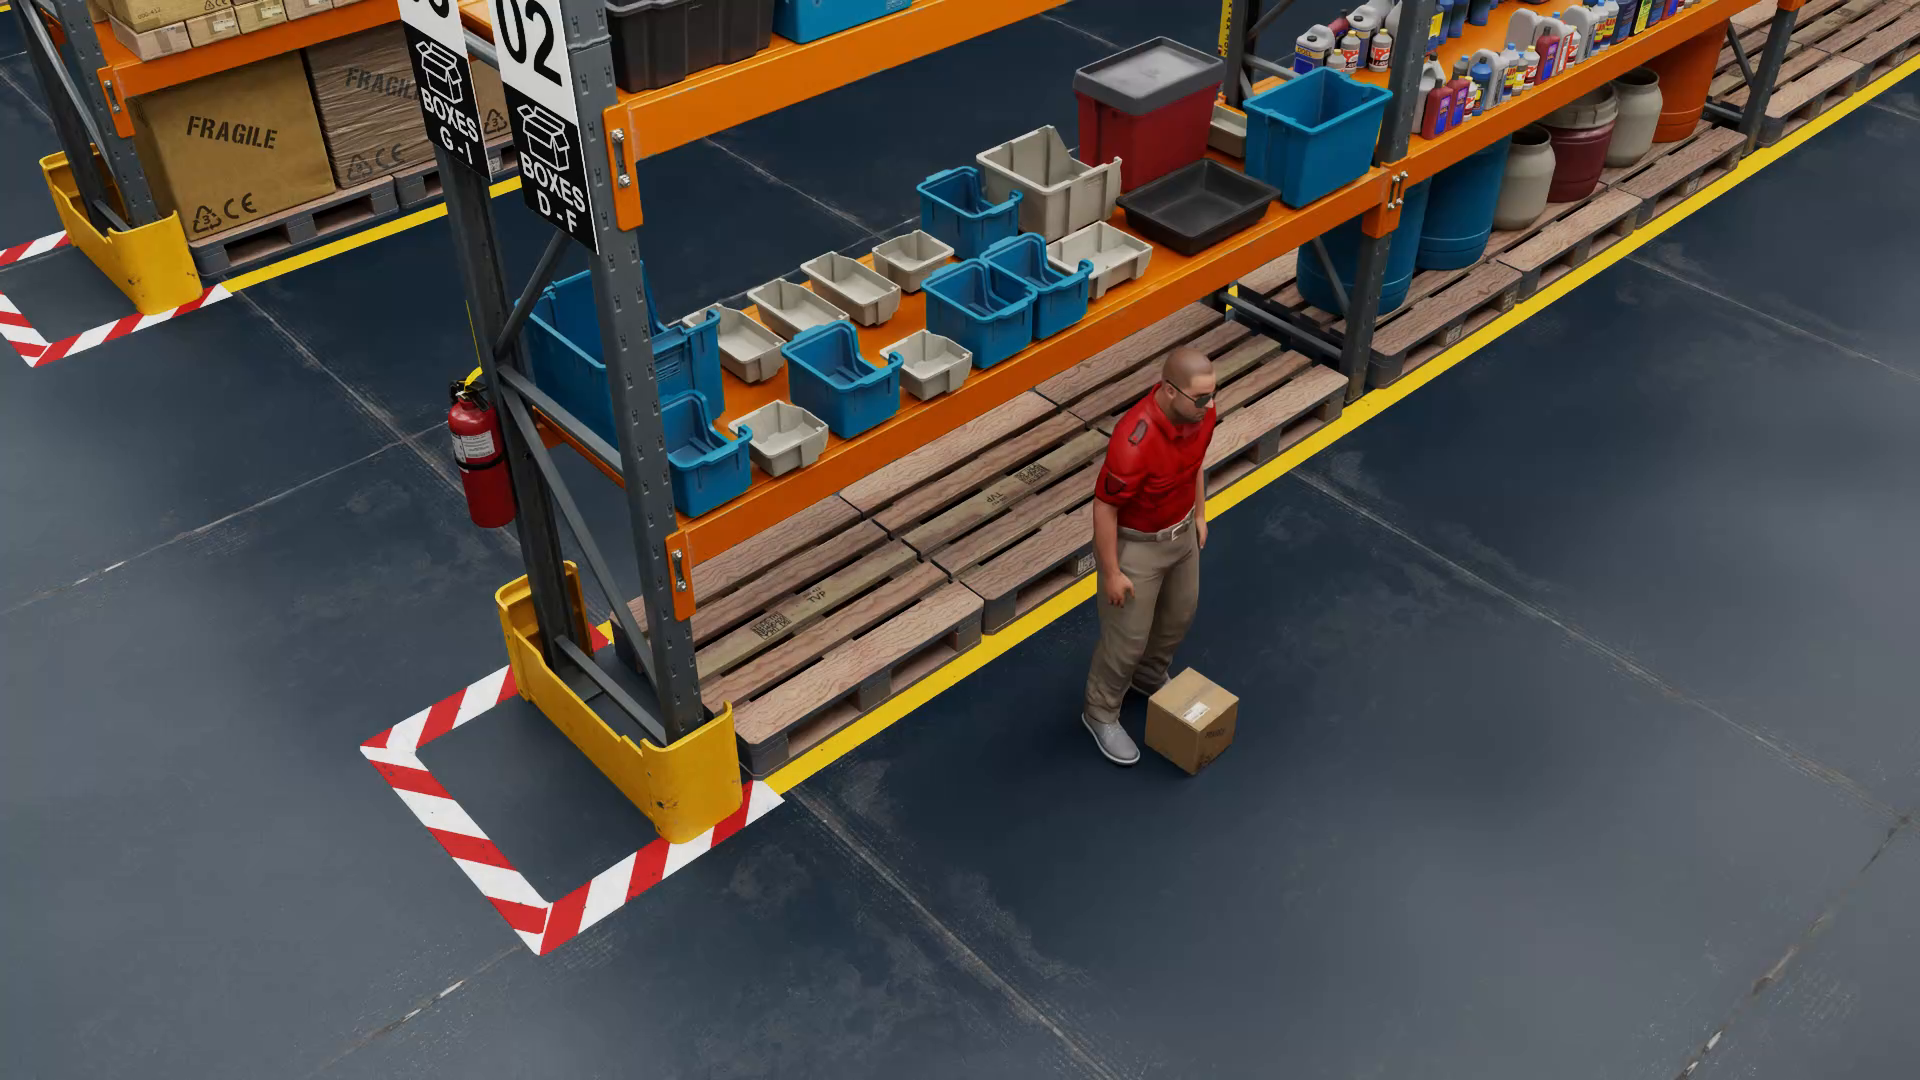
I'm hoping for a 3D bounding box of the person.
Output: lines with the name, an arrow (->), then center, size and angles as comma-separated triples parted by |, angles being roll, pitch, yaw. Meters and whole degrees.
person -> 0.715, 0.020, 6.144 | 0.585, 1.725, 0.391 | -32, 49, -33
